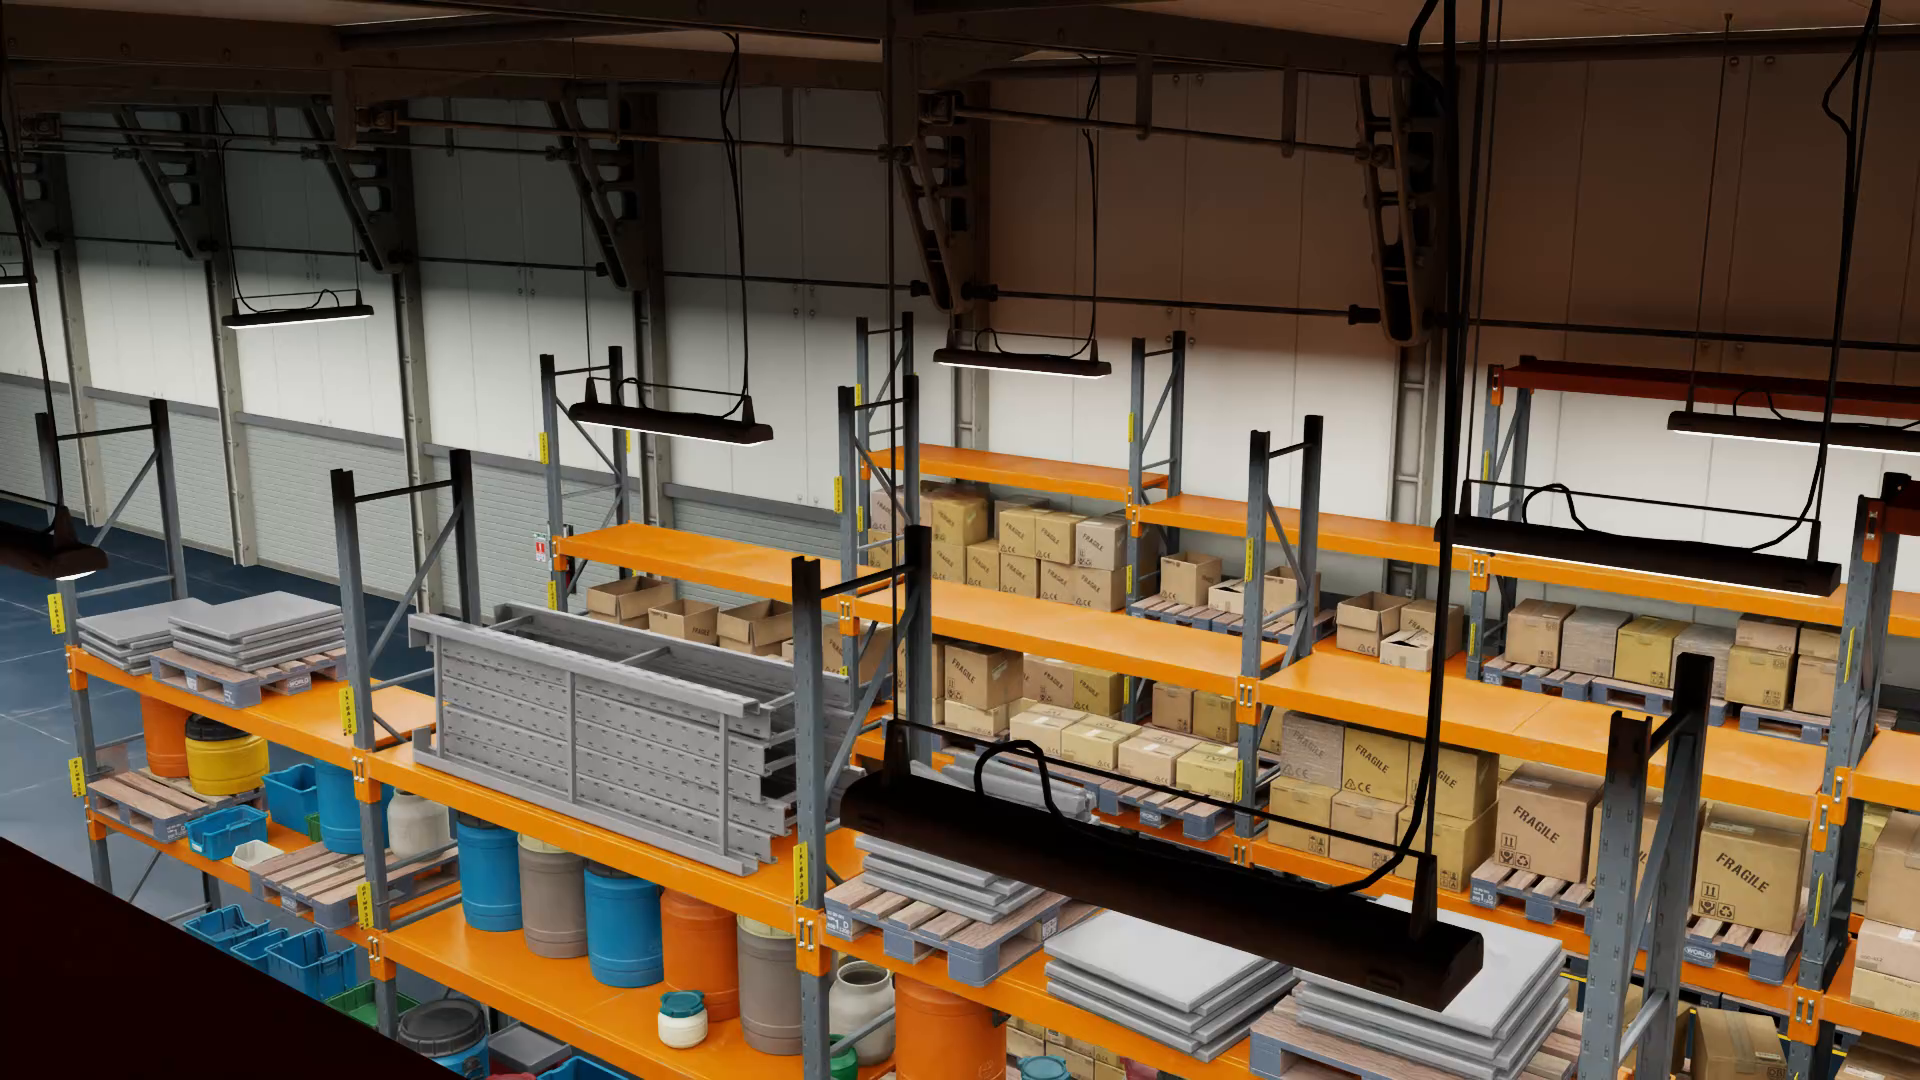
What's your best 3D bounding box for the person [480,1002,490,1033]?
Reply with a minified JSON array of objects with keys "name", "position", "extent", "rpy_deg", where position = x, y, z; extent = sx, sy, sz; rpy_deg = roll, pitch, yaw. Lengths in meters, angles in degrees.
[{"name":"person","position":[-4.231,3.810,14.985],"extent":[0.557,1.846,0.610],"rpy_deg":[10,16,37]}]
